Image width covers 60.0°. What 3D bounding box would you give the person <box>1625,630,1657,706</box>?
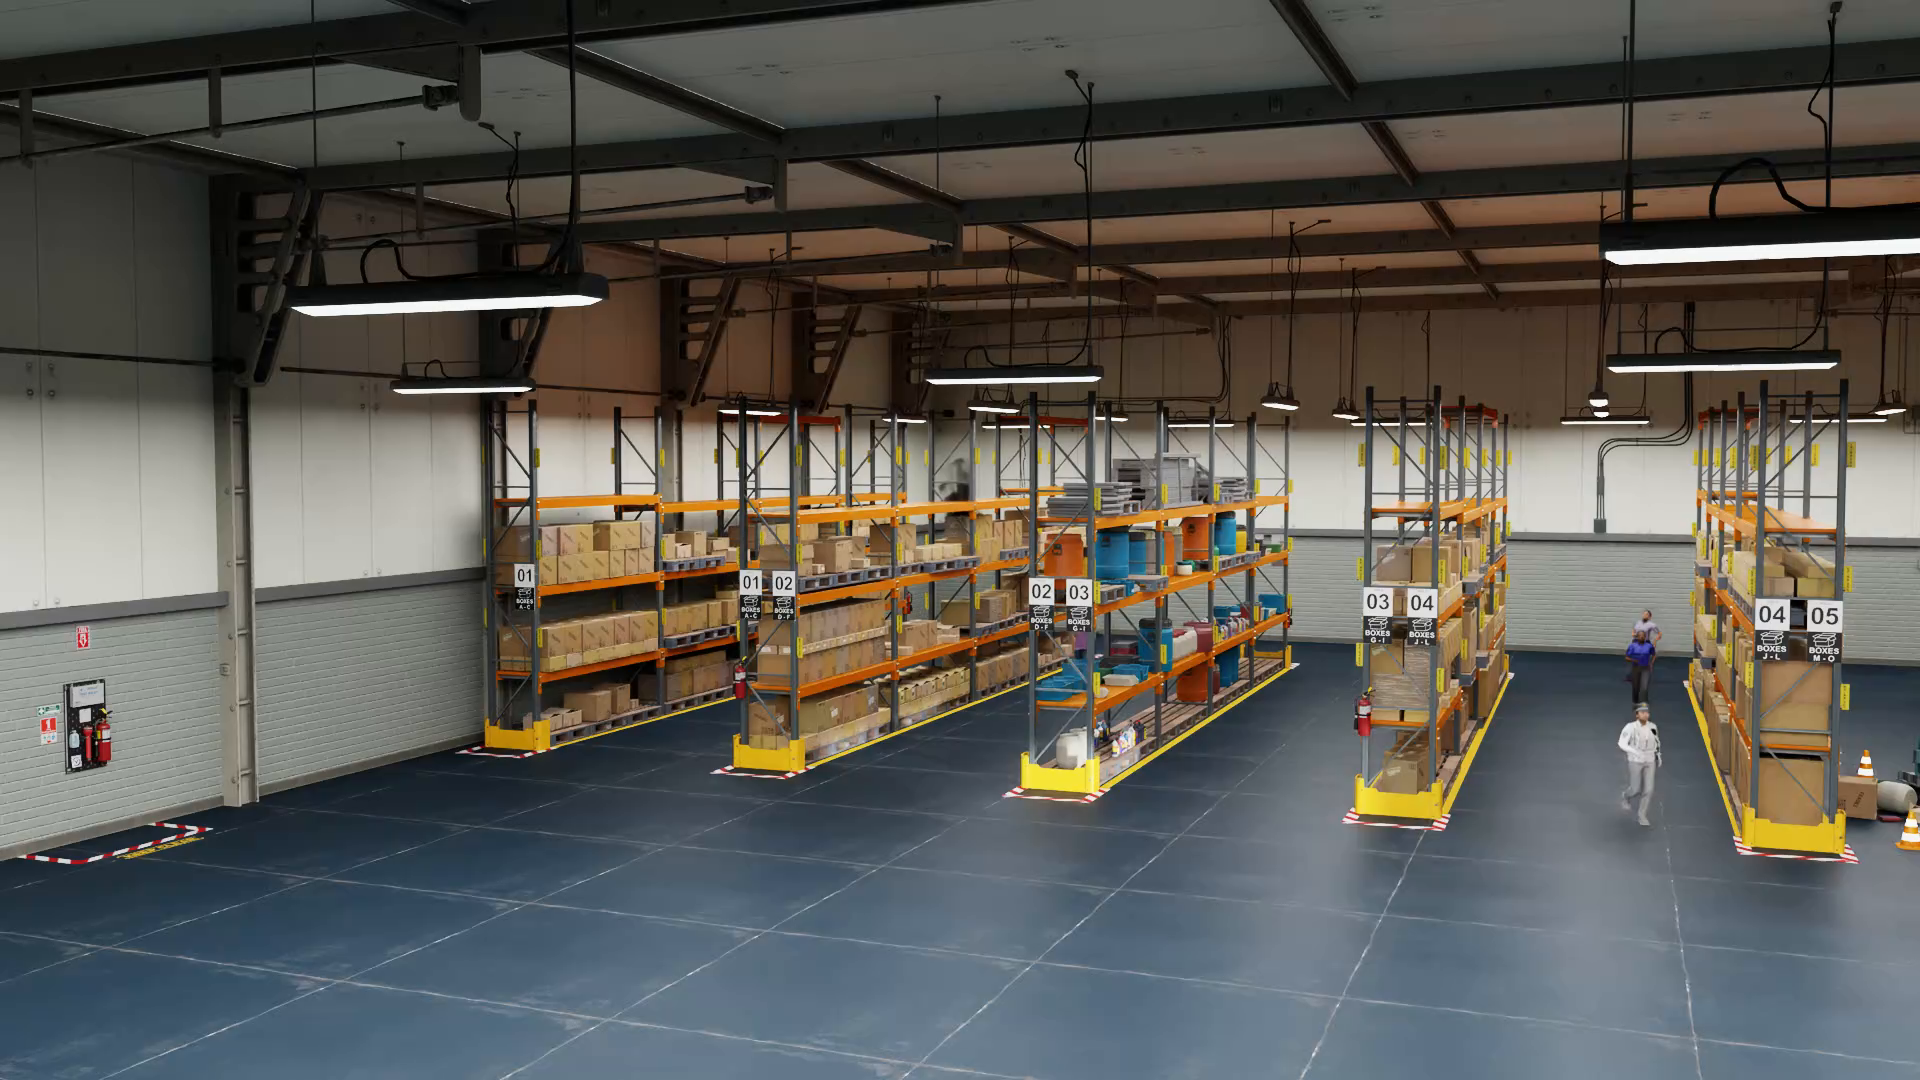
[{"bbox_3d":[13.182,2.569,32.195,0.586,1.633,0.891,1,3,19],"label":"person"}]

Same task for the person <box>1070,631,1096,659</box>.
[{"bbox_3d":[2.498,2.256,33.965,0.508,1.613,0.619,1,3,15],"label":"person"}]

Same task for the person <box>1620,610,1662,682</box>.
[{"bbox_3d":[15.177,2.356,37.020,0.902,1.602,0.667,-1,3,-24],"label":"person"}]

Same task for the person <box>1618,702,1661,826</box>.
[{"bbox_3d":[9.344,3.041,22.836,0.619,1.663,0.684,0,3,-1],"label":"person"}]
